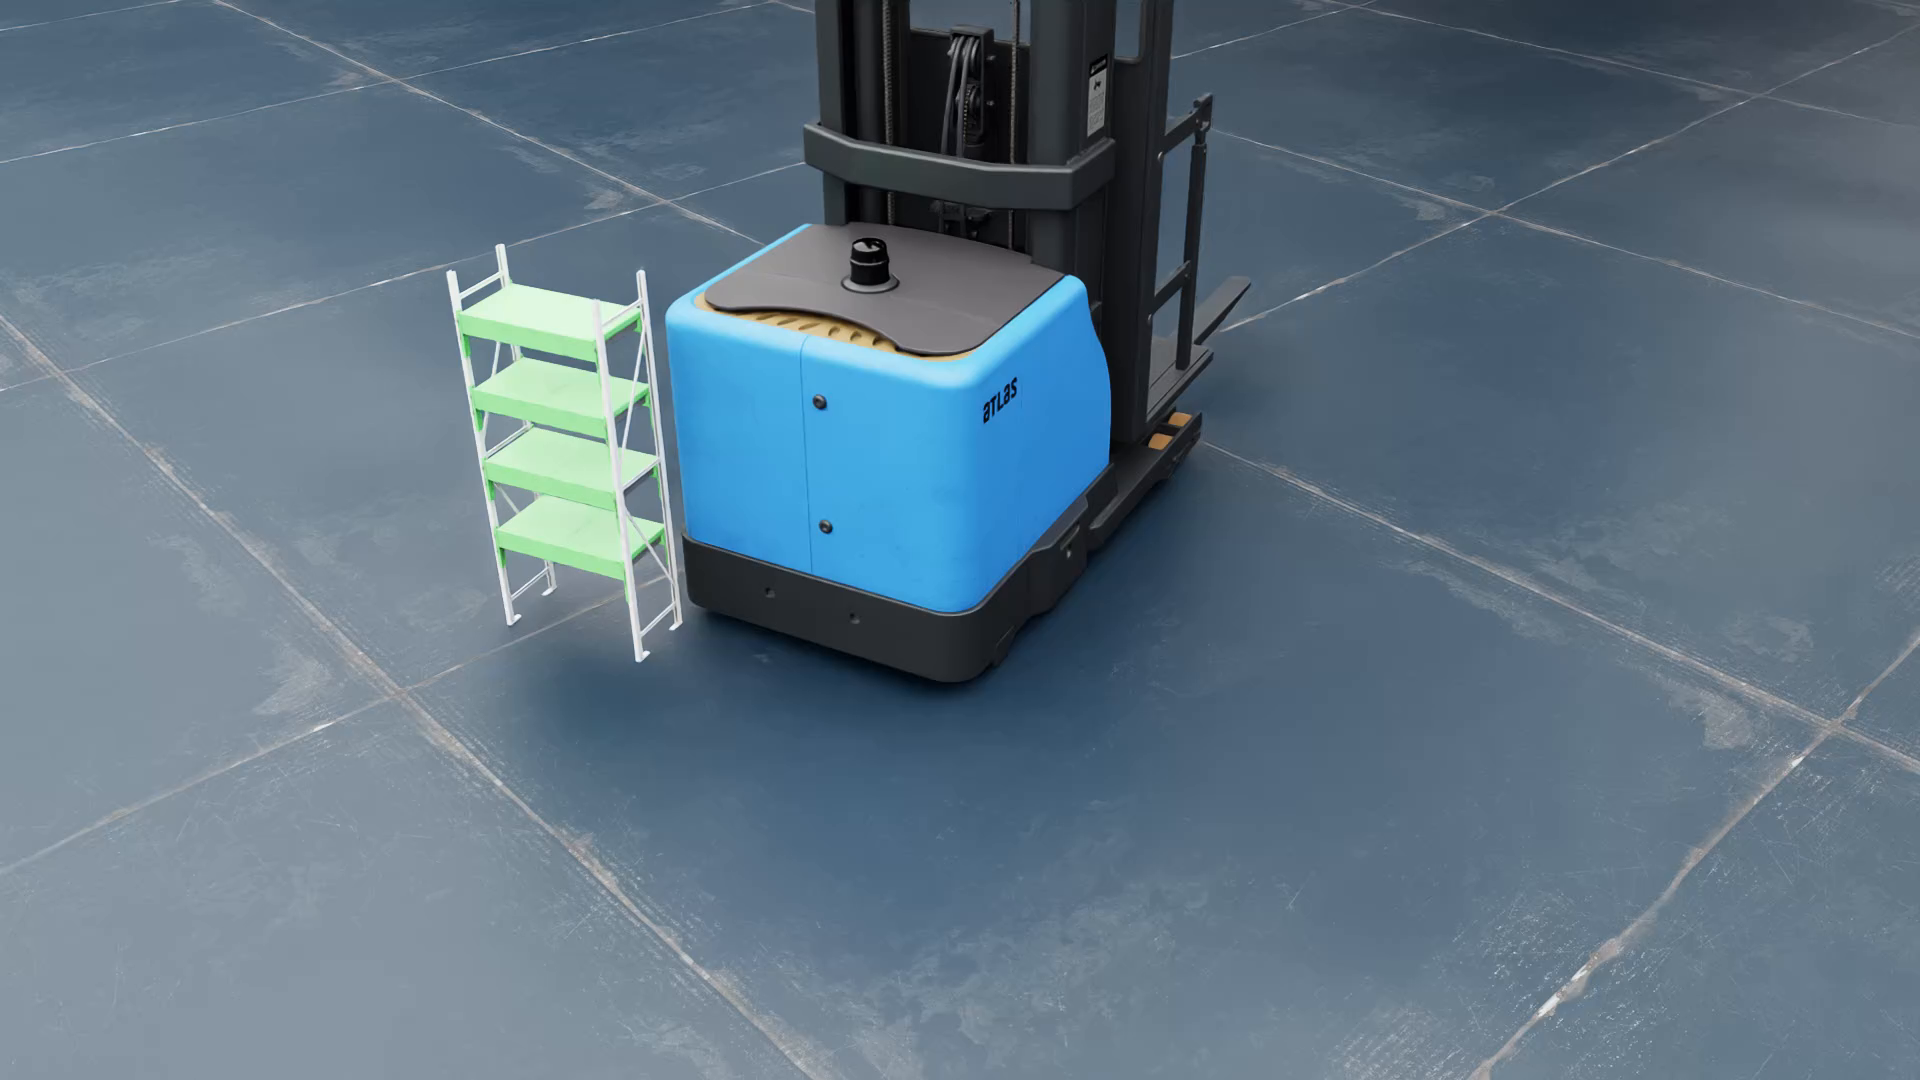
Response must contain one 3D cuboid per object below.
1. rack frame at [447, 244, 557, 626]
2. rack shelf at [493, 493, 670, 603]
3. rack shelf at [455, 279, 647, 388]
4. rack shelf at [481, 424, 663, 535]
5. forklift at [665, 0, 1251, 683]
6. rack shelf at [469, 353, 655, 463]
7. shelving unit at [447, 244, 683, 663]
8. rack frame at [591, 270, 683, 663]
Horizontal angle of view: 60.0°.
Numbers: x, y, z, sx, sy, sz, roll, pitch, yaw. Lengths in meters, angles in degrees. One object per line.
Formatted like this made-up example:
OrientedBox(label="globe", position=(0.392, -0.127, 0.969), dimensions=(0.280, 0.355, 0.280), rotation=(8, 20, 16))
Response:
OrientedBox(label="rack frame", position=(-1.388, -0.297, 5.084), dimensions=(0.015, 1.200, 0.240), rotation=(13, 34, 21))
OrientedBox(label="rack shelf", position=(-1.166, 0.015, 5.157), dimensions=(0.480, 0.148, 0.258), rotation=(13, 34, 21))
OrientedBox(label="rack shelf", position=(-1.167, -0.598, 4.780), dimensions=(0.480, 0.148, 0.258), rotation=(13, 34, 21))
OrientedBox(label="rack shelf", position=(-1.166, -0.189, 5.031), dimensions=(0.480, 0.148, 0.258), rotation=(13, 34, 21))
OrientedBox(label="forklift", position=(0.256, -1.573, 5.513), dimensions=(1.130, 2.935, 3.031), rotation=(15, 35, 23))
OrientedBox(label="rack shelf", position=(-1.167, -0.394, 4.905), dimensions=(0.480, 0.148, 0.258), rotation=(13, 34, 21))
OrientedBox(label="shelving unit", position=(-1.166, -0.244, 4.998), dimensions=(0.503, 1.200, 0.258), rotation=(13, 34, 21))
OrientedBox(label="rack frame", position=(-0.944, -0.191, 4.911), dimensions=(0.015, 1.200, 0.240), rotation=(13, 34, 21))
